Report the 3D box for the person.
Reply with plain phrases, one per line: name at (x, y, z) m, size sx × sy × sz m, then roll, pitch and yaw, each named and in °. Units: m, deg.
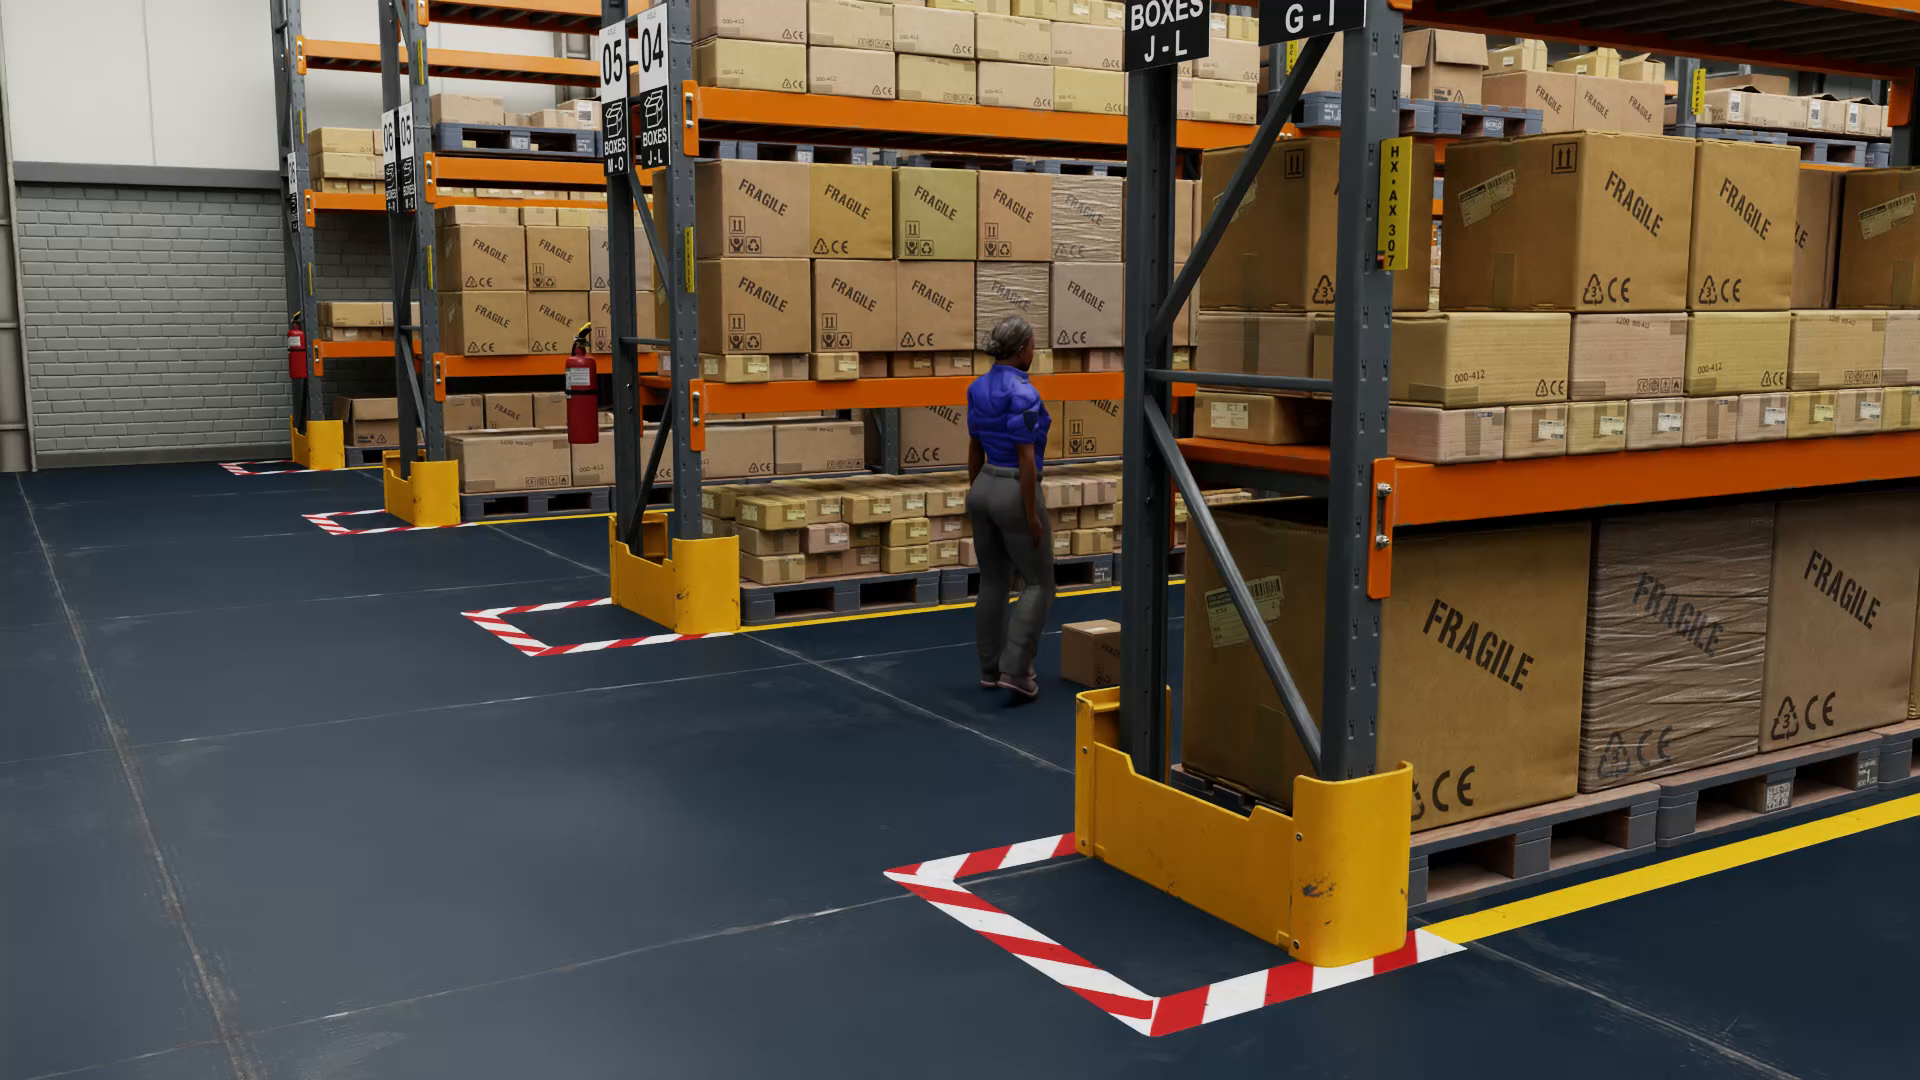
person at (0.221, -0.150, 7.301) m, size 0.439 × 1.655 × 0.479 m, roll -7°, pitch 11°, yaw -38°
